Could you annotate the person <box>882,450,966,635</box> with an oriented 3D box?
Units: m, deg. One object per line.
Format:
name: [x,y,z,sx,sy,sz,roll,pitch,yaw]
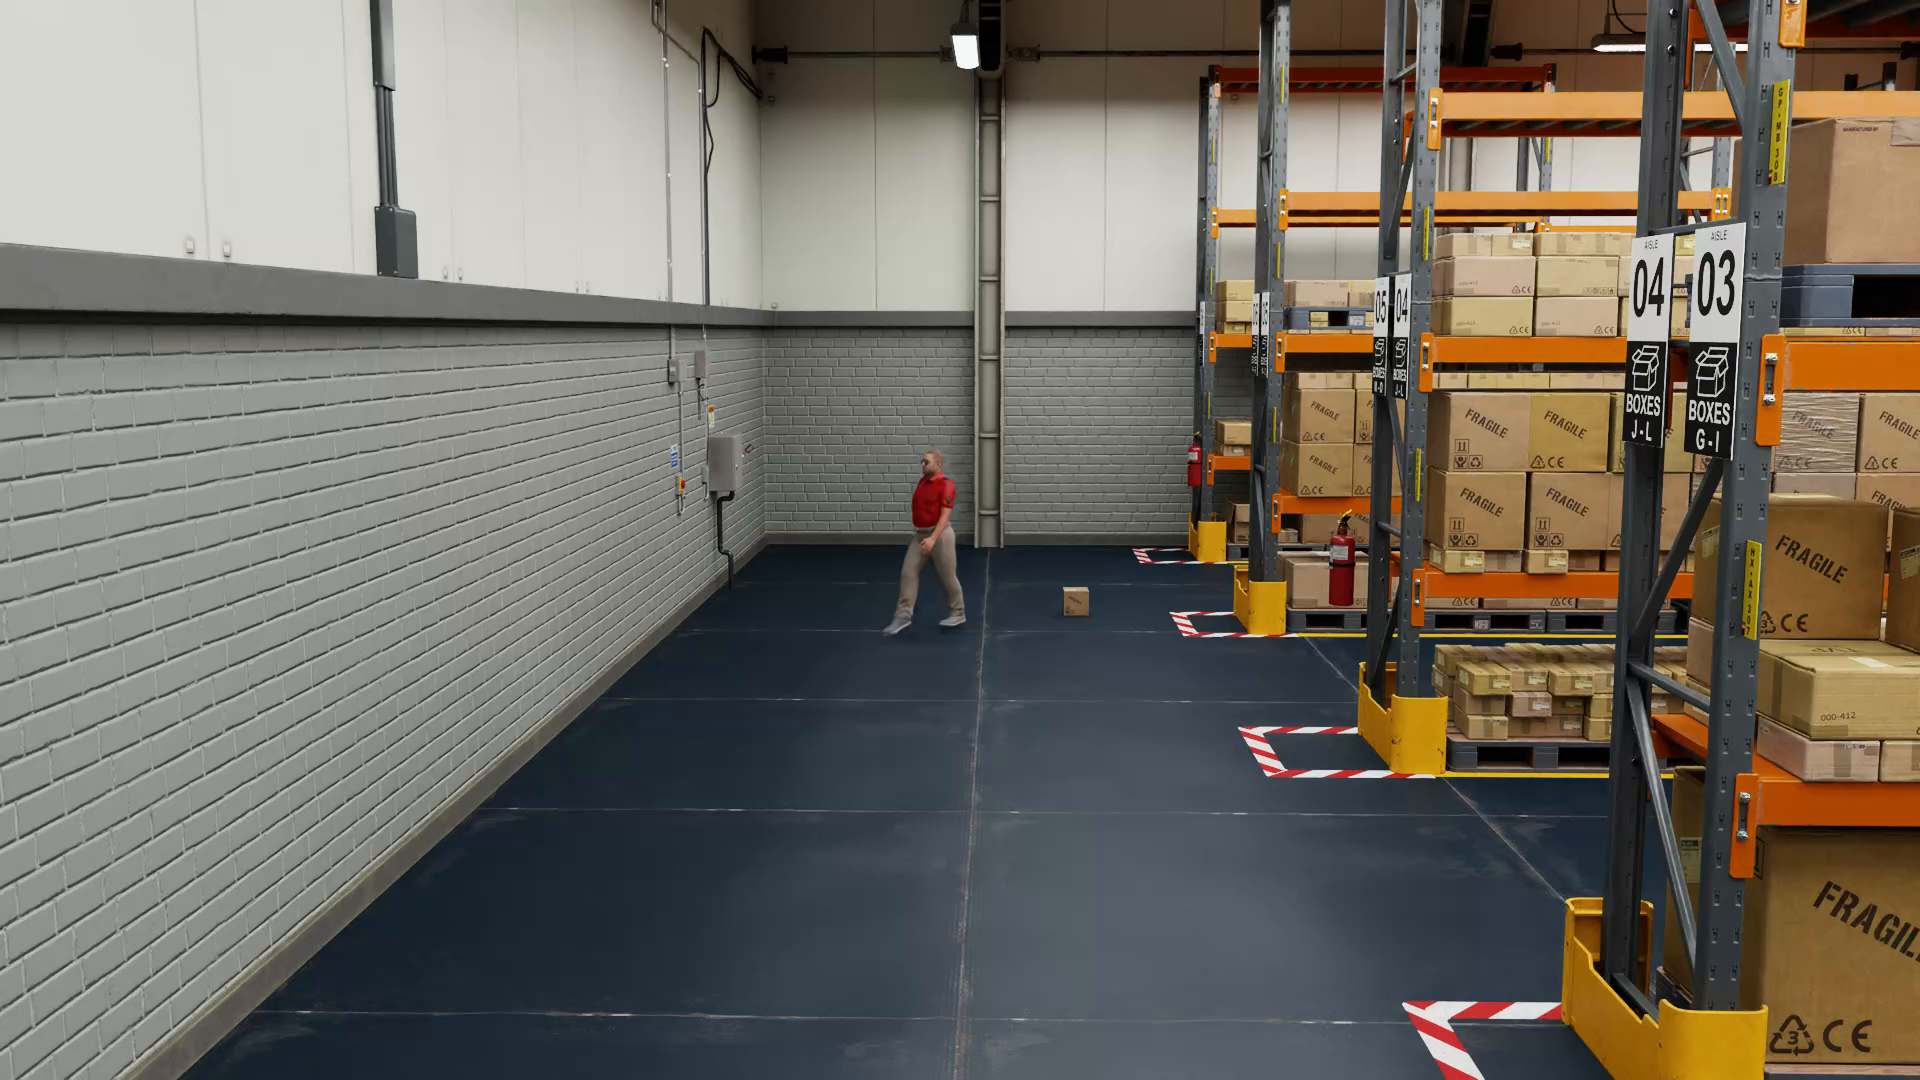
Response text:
person: [-0.313,0.022,15.706,0.850,1.742,0.550,-6,9,-40]
